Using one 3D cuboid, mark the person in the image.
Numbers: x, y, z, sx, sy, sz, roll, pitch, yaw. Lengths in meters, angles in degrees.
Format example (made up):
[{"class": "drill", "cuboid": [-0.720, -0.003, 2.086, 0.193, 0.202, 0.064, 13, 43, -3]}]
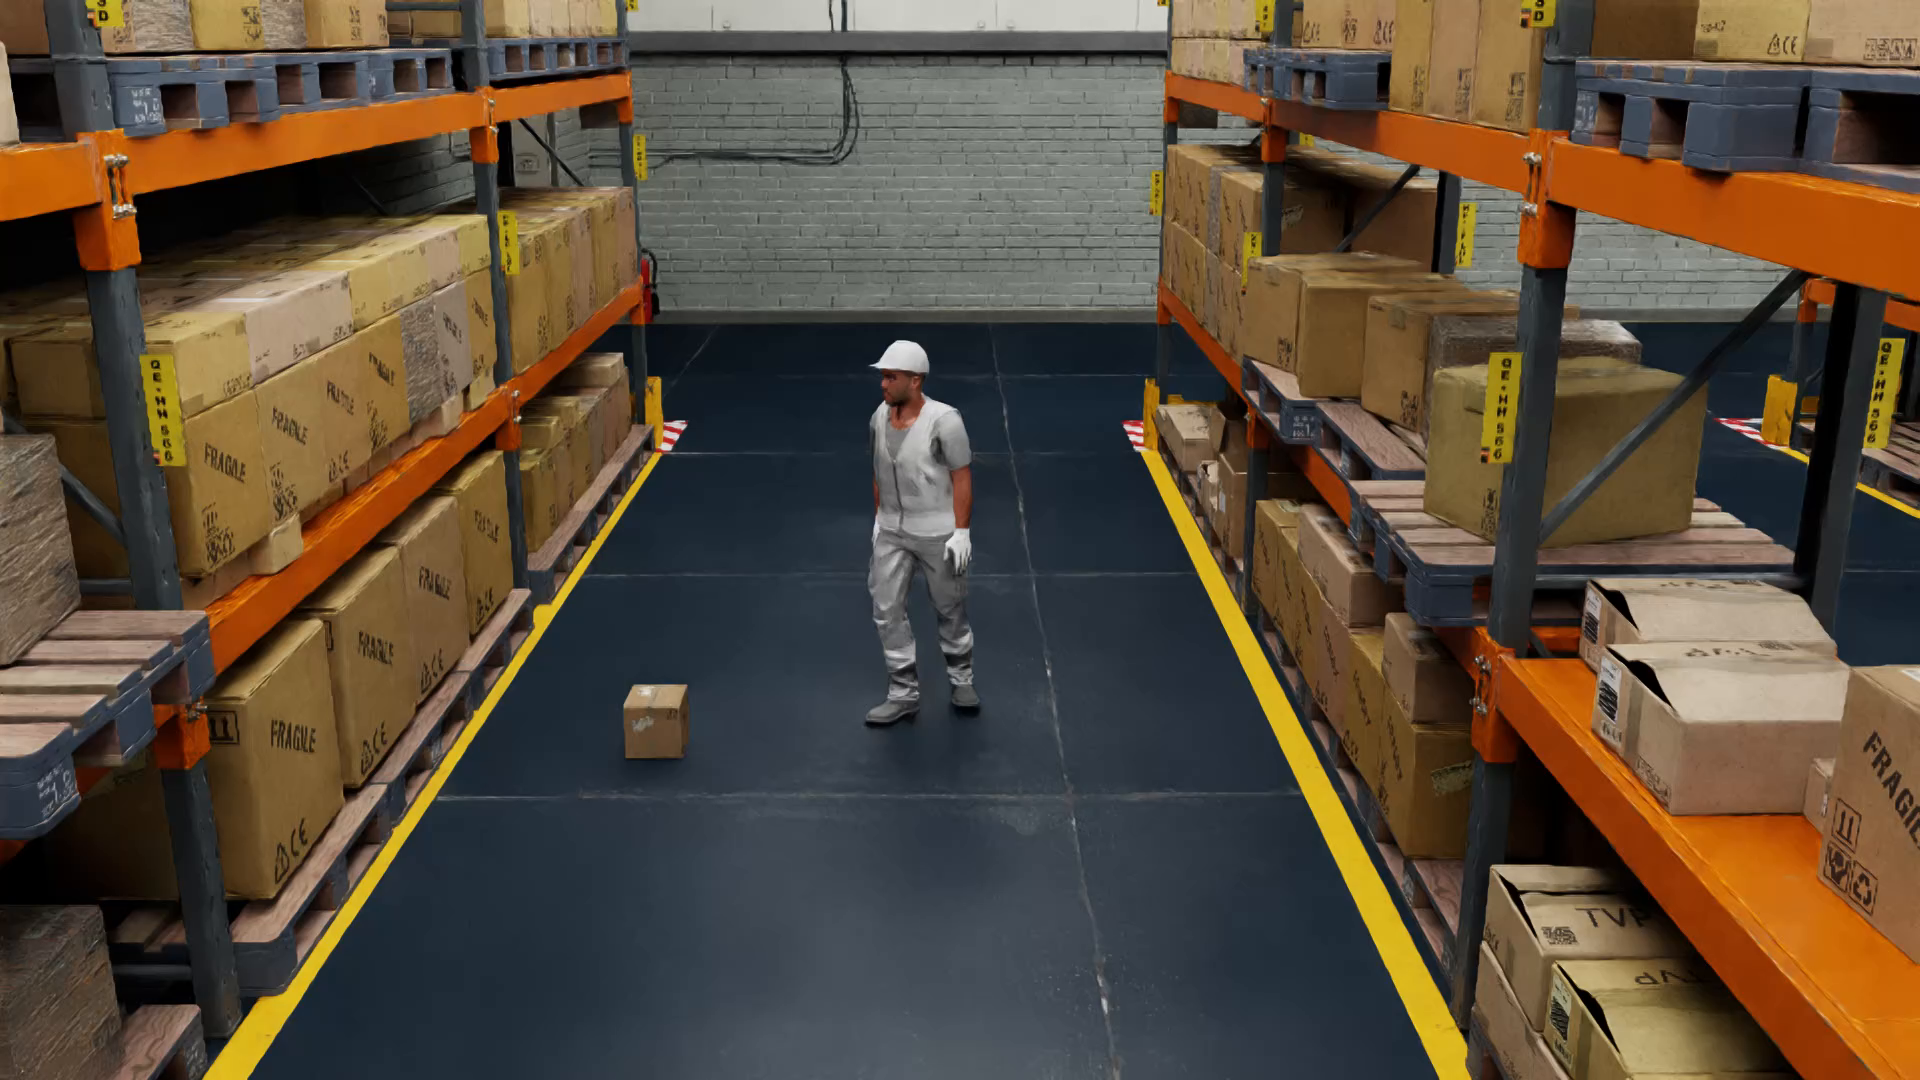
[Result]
[{"class": "person", "cuboid": [-0.173, -0.039, 7.639, 0.569, 1.780, 0.584, 10, 20, 30]}]
